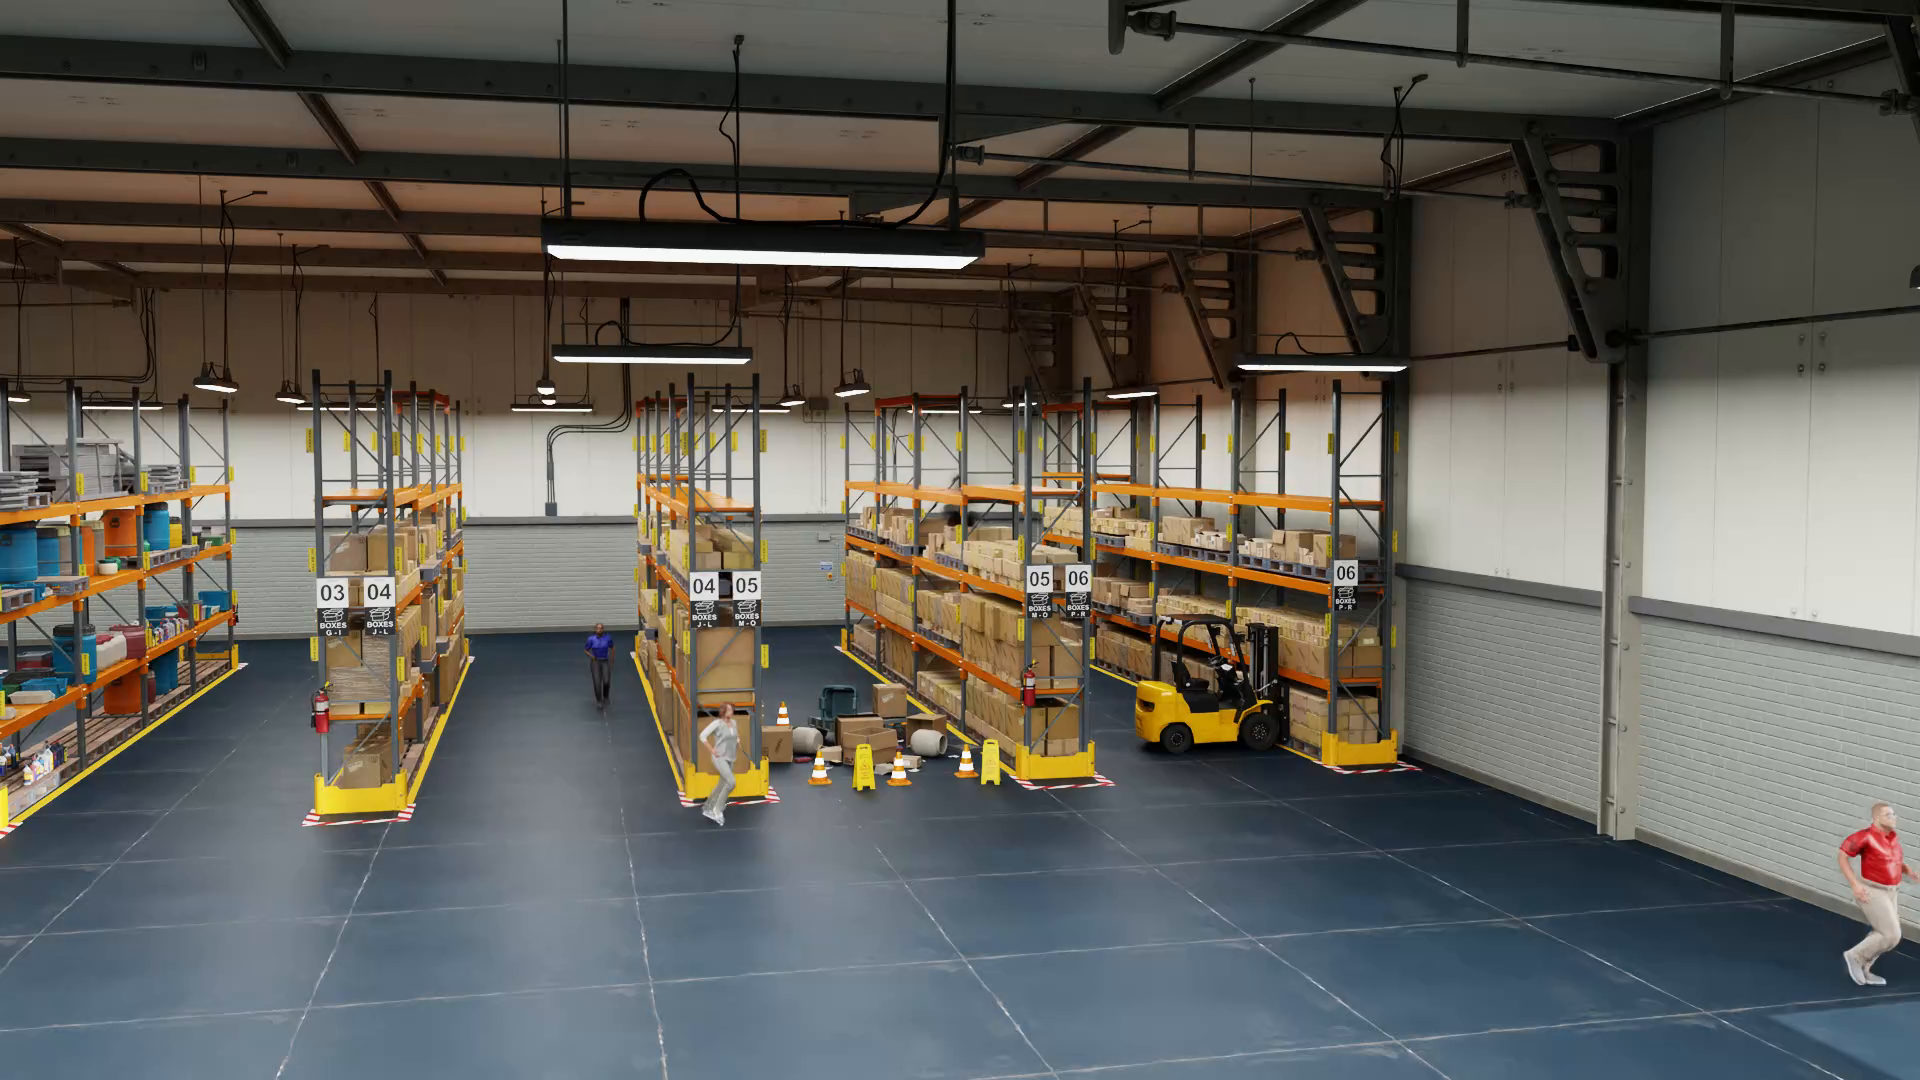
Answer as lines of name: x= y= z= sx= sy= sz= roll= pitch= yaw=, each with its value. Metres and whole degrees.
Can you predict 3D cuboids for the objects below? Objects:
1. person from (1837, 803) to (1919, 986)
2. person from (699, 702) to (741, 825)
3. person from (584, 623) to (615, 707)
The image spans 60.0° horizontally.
person: x=8.504 y=3.268 z=15.298 sx=0.668 sy=1.694 sz=0.604 roll=-2 pitch=4 yaw=-34
person: x=-3.129 y=2.938 z=22.007 sx=0.589 sy=1.601 sz=0.562 roll=2 pitch=4 yaw=34
person: x=-6.814 y=2.372 z=31.428 sx=0.559 sy=1.624 sz=0.585 roll=-1 pitch=3 yaw=-16
